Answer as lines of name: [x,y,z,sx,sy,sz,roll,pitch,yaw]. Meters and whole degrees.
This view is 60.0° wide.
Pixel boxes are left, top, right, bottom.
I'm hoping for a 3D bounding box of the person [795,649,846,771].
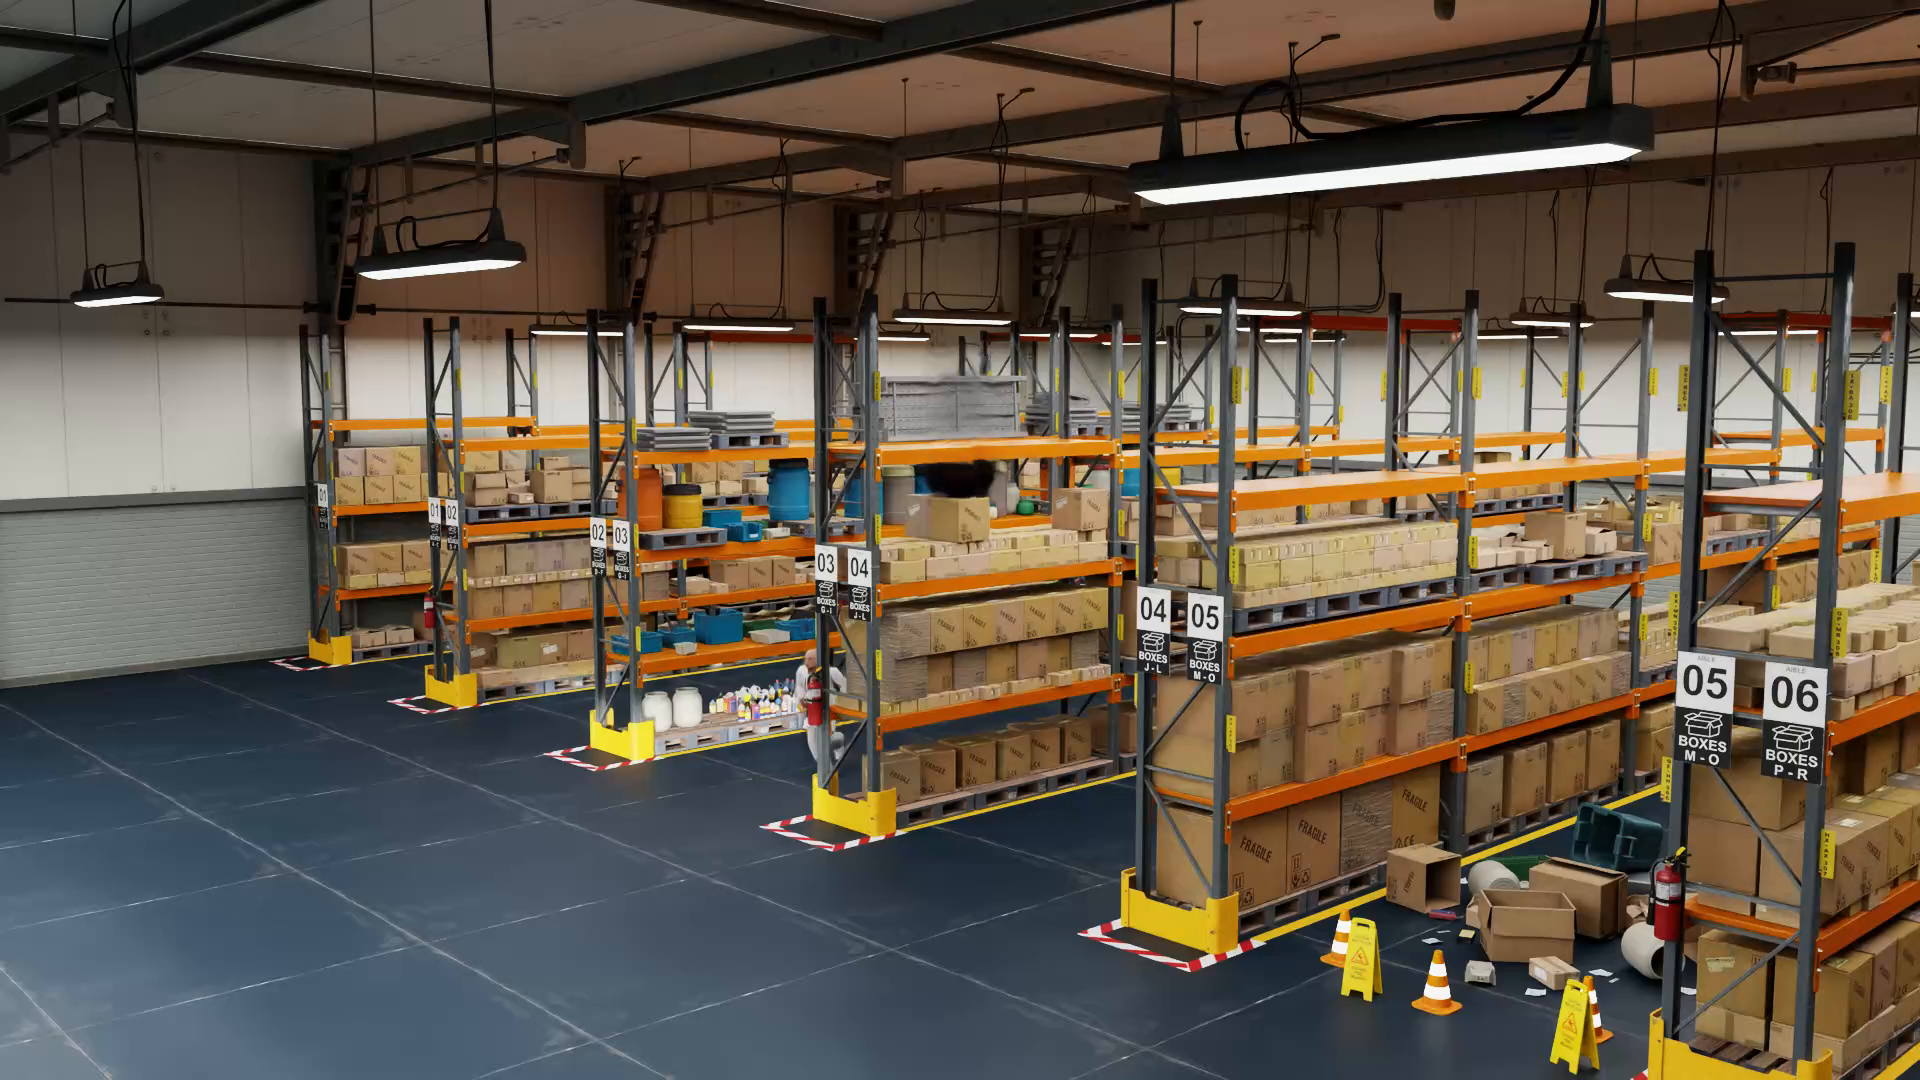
person: [-1.757,2.206,21.121,0.704,1.714,0.728,3,7,31]
